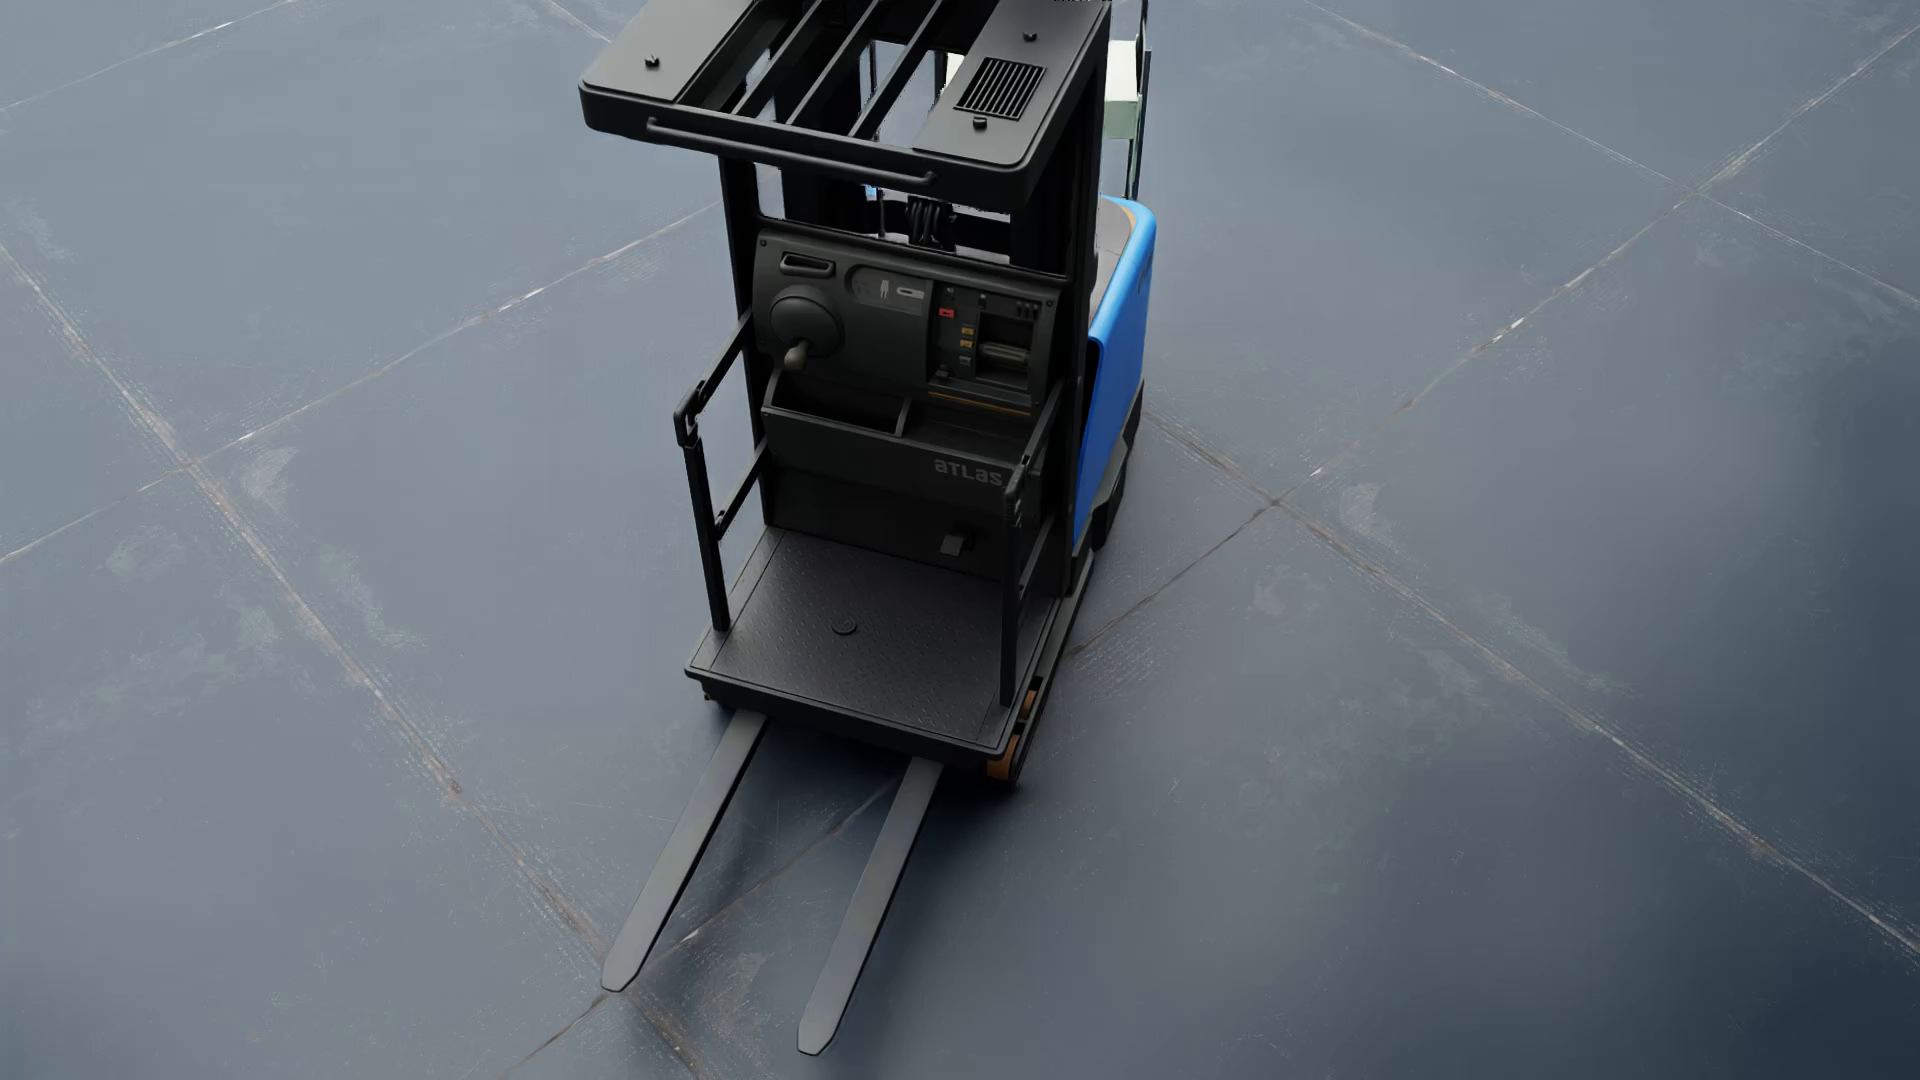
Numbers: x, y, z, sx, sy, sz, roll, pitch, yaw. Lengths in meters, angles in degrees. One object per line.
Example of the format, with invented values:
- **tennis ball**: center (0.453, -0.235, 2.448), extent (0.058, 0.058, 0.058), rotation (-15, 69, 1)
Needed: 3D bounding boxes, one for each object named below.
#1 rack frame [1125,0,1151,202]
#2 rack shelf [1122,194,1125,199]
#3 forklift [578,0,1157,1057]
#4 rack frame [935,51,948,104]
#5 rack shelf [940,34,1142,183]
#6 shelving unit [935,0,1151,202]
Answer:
- **rack frame**: center (0.665, -1.338, 6.464), extent (0.023, 1.500, 0.400), rotation (2, 47, 2)
- **rack shelf**: center (0.299, -1.132, 6.717), extent (0.720, 0.370, 0.431), rotation (2, 47, 2)
- **forklift**: center (-0.236, -0.540, 4.754), extent (1.130, 2.935, 3.031), rotation (14, 49, 12)
- **rack frame**: center (-0.066, -1.367, 6.491), extent (0.023, 1.500, 0.400), rotation (2, 47, 2)
- **rack shelf**: center (0.299, -1.617, 6.191), extent (0.720, 0.370, 0.431), rotation (2, 47, 2)
- **shelving unit**: center (0.299, -1.353, 6.478), extent (0.755, 1.500, 0.431), rotation (2, 47, 2)
